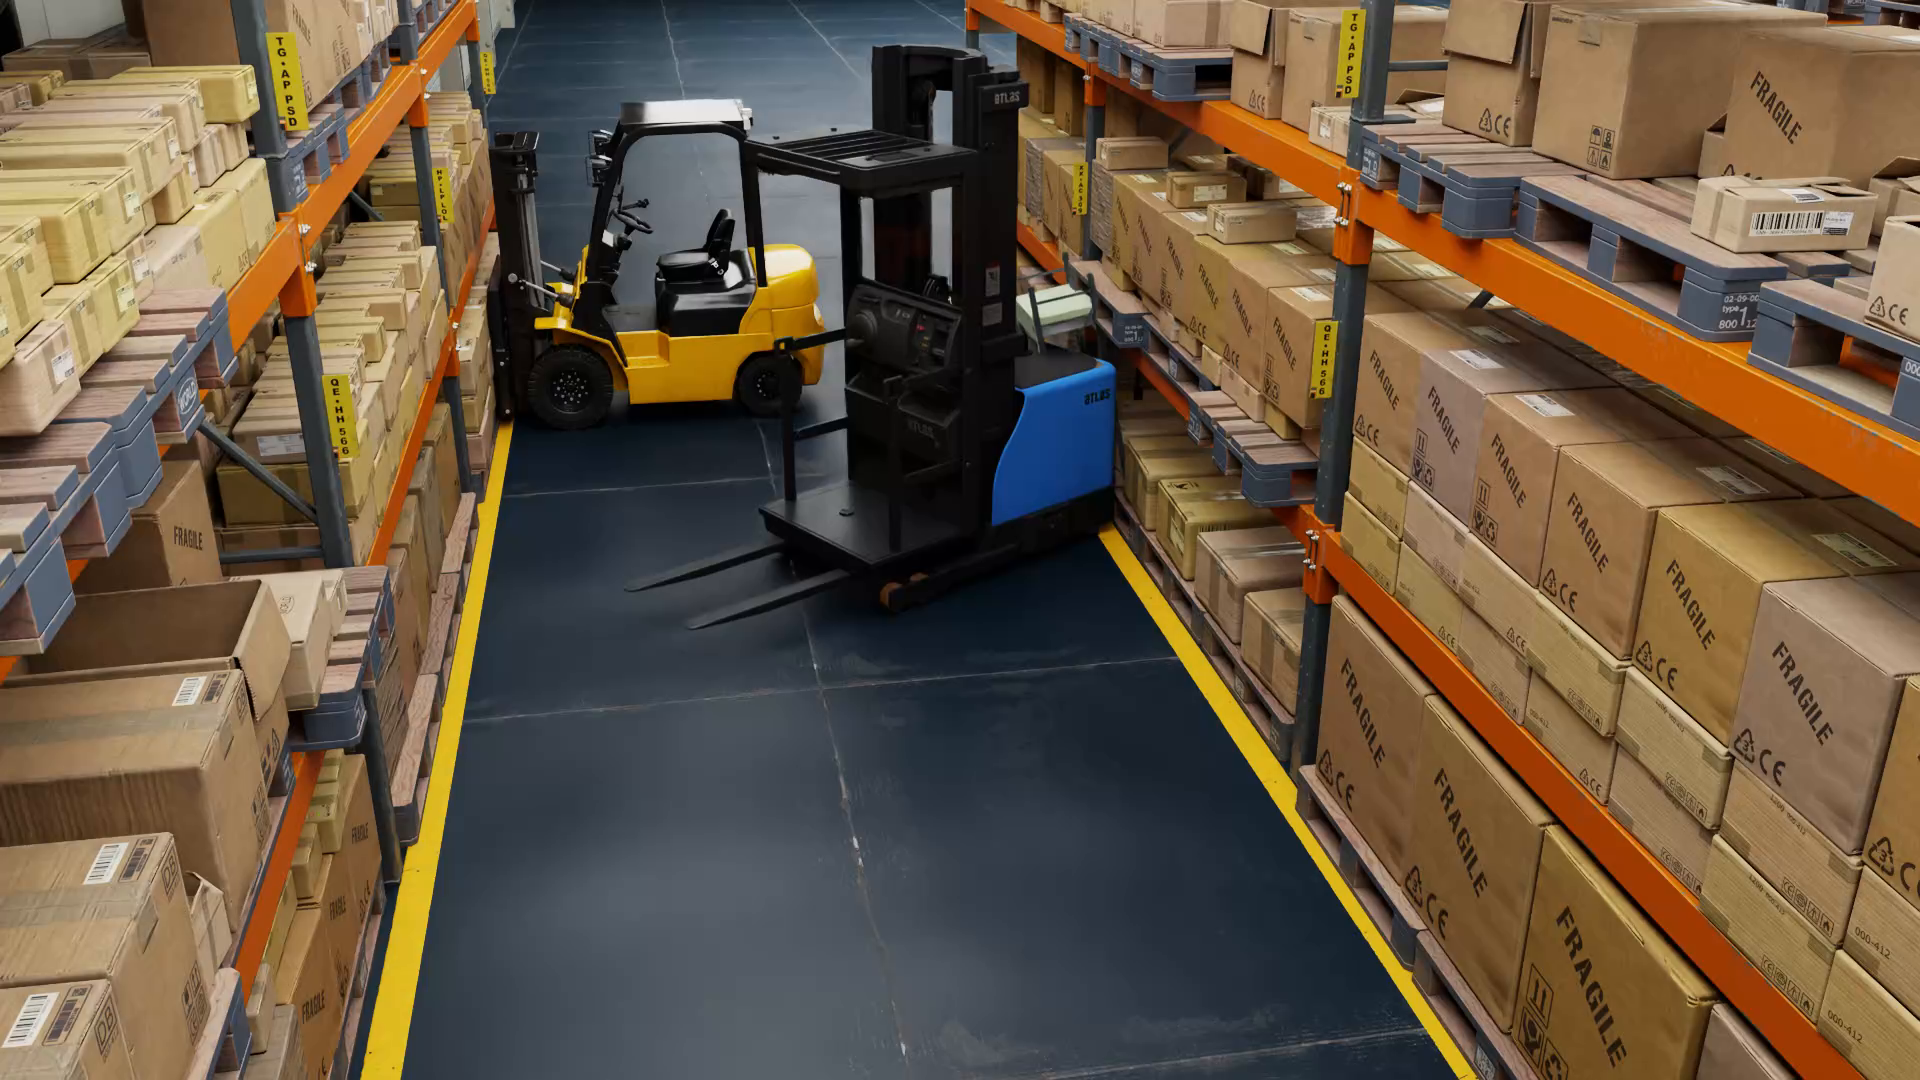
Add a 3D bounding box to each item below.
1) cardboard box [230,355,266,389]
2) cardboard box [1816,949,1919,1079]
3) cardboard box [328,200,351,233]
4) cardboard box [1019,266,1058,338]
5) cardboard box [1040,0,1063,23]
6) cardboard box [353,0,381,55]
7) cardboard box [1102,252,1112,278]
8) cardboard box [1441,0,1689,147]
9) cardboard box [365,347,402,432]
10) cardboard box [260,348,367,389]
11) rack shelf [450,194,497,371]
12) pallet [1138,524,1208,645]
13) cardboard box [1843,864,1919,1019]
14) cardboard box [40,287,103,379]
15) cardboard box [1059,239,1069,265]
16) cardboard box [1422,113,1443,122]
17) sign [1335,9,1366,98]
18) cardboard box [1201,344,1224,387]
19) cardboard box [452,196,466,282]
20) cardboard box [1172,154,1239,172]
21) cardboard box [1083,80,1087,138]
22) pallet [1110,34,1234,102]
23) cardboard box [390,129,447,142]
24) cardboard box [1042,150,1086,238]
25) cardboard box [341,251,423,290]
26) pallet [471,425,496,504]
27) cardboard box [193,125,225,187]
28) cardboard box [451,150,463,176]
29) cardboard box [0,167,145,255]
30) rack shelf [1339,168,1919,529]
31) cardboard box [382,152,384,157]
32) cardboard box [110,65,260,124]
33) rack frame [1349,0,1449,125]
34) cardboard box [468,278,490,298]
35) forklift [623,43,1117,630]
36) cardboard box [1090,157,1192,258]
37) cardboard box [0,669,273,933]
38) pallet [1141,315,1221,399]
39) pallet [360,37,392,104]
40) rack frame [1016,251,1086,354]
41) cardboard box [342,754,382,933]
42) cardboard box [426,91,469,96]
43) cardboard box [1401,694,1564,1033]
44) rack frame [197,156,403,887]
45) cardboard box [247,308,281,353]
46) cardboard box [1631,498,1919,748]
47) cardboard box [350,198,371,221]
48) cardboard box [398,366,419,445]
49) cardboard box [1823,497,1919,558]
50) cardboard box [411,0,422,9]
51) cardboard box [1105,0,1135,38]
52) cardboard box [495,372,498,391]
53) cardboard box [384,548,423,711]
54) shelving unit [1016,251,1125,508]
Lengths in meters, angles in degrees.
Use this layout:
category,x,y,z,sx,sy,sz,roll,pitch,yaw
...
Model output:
category,x,y,z,sx,sy,sz,roll,pitch,yaw
cardboard box,-3.386,-0.636,7.521,0.500,0.250,0.500,-4,24,-10
cardboard box,2.442,1.194,3.955,0.500,0.250,0.500,-5,24,-11
cardboard box,-3.896,-1.945,10.020,0.380,0.149,0.250,-4,24,-10
cardboard box,0.729,-1.753,12.489,0.500,0.500,0.500,-3,24,-7
cardboard box,0.759,-3.630,11.380,0.380,0.149,0.250,-4,24,-8
cardboard box,-3.068,-2.498,7.935,0.500,0.311,0.500,-5,24,-12
cardboard box,1.085,-1.700,10.183,0.380,0.149,0.250,-4,24,-9
cardboard box,2.251,-1.767,6.147,0.797,0.503,0.637,-6,24,-13
cardboard box,-2.856,-0.678,7.618,0.500,0.250,0.500,-5,24,-11
cardboard box,-2.798,-0.717,7.209,0.380,0.149,0.250,-4,24,-9
rack shelf,-3.954,-1.951,11.869,1.077,0.370,4.000,-4,24,-10
pallet,1.668,0.202,9.524,1.003,0.211,1.213,-4,24,-10
cardboard box,2.453,0.968,3.849,0.500,0.250,0.500,-4,24,-10
cardboard box,-1.960,-0.394,3.321,0.380,0.149,0.250,-5,24,-10
cardboard box,0.882,-1.949,11.280,0.380,0.149,0.250,-4,24,-9
cardboard box,2.142,-1.686,6.928,0.380,0.149,0.250,-4,24,-10
sign,1.500,-1.862,6.372,0.100,0.325,0.005,-4,24,-10
cardboard box,1.427,-0.881,8.309,0.380,0.149,0.250,-4,24,-9
cardboard box,-3.522,-1.938,10.814,0.500,0.500,0.500,-4,24,-9
cardboard box,1.605,-2.073,10.227,0.500,0.500,0.500,-5,24,-11
cardboard box,1.286,-3.095,11.842,0.700,0.500,0.500,-5,24,-11
pallet,1.498,-2.493,8.698,1.213,0.211,1.003,-4,24,-10
cardboard box,-3.731,-2.719,11.420,0.380,0.149,0.250,-4,24,-10
cardboard box,0.865,-2.404,11.509,0.500,0.500,0.500,-4,24,-8
cardboard box,-3.064,-1.426,8.831,0.380,0.149,0.250,-5,24,-11
pallet,-3.690,-0.532,11.205,1.003,0.211,1.213,-4,24,-10
cardboard box,-2.513,-1.185,5.156,0.380,0.149,0.250,-5,24,-11
cardboard box,-3.650,-2.592,11.501,0.380,0.149,0.250,-5,24,-11
cardboard box,-2.071,-0.733,3.725,0.380,0.149,0.250,-4,24,-9
rack shelf,2.403,-0.548,4.908,1.077,0.370,4.000,-4,24,-10
cardboard box,-4.401,-2.853,12.098,0.380,0.149,0.250,-4,24,-9
cardboard box,-2.490,-1.433,5.352,0.380,0.149,0.250,-4,24,-8
rack frame,2.033,-3.039,5.965,1.000,3.000,0.127,-4,24,-10
cardboard box,-3.642,-1.702,12.061,0.500,0.250,0.500,-5,24,-11
forklift,-0.483,-1.174,9.277,3.031,2.935,1.130,-19,30,-37
cardboard box,1.099,-2.032,10.134,0.500,0.500,0.500,-4,24,-8
cardboard box,-2.215,0.695,4.262,0.700,0.500,0.500,-4,24,-10
pallet,1.627,-0.977,8.980,1.003,0.211,1.213,-4,24,-10
pallet,-3.408,-2.435,8.569,0.805,0.209,1.217,-5,24,-12
rack frame,0.641,-1.107,10.857,0.400,1.500,0.023,-14,21,-4
cardboard box,-2.555,1.183,6.393,0.500,0.500,0.500,-4,24,-8
cardboard box,-4.050,-3.422,13.030,0.380,0.149,0.250,-4,24,-10
cardboard box,2.240,1.120,6.067,0.875,0.875,0.875,-4,24,-9
rack frame,-2.844,0.079,6.321,1.000,3.000,0.127,-4,24,-10
cardboard box,-3.406,-0.979,7.810,0.380,0.149,0.250,-4,24,-8
cardboard box,2.266,0.219,4.628,0.500,0.500,0.500,-4,24,-8
cardboard box,-4.021,-1.893,10.712,0.500,0.500,0.500,-4,24,-9
cardboard box,-2.970,-0.649,8.176,0.500,0.250,0.500,-4,24,-8
cardboard box,2.763,0.190,4.694,0.500,0.500,0.500,-5,24,-11
cardboard box,-3.368,-3.191,9.725,0.380,0.149,0.250,-4,24,-9
cardboard box,1.102,-2.903,9.063,0.500,0.250,0.500,-5,24,-10
cardboard box,-3.642,-1.242,12.257,0.500,0.250,0.500,-4,24,-8
cardboard box,-3.075,0.472,7.864,0.875,0.625,0.625,-4,24,-8
shelving unit,0.695,-0.984,10.516,0.431,1.500,0.755,-14,21,-4
